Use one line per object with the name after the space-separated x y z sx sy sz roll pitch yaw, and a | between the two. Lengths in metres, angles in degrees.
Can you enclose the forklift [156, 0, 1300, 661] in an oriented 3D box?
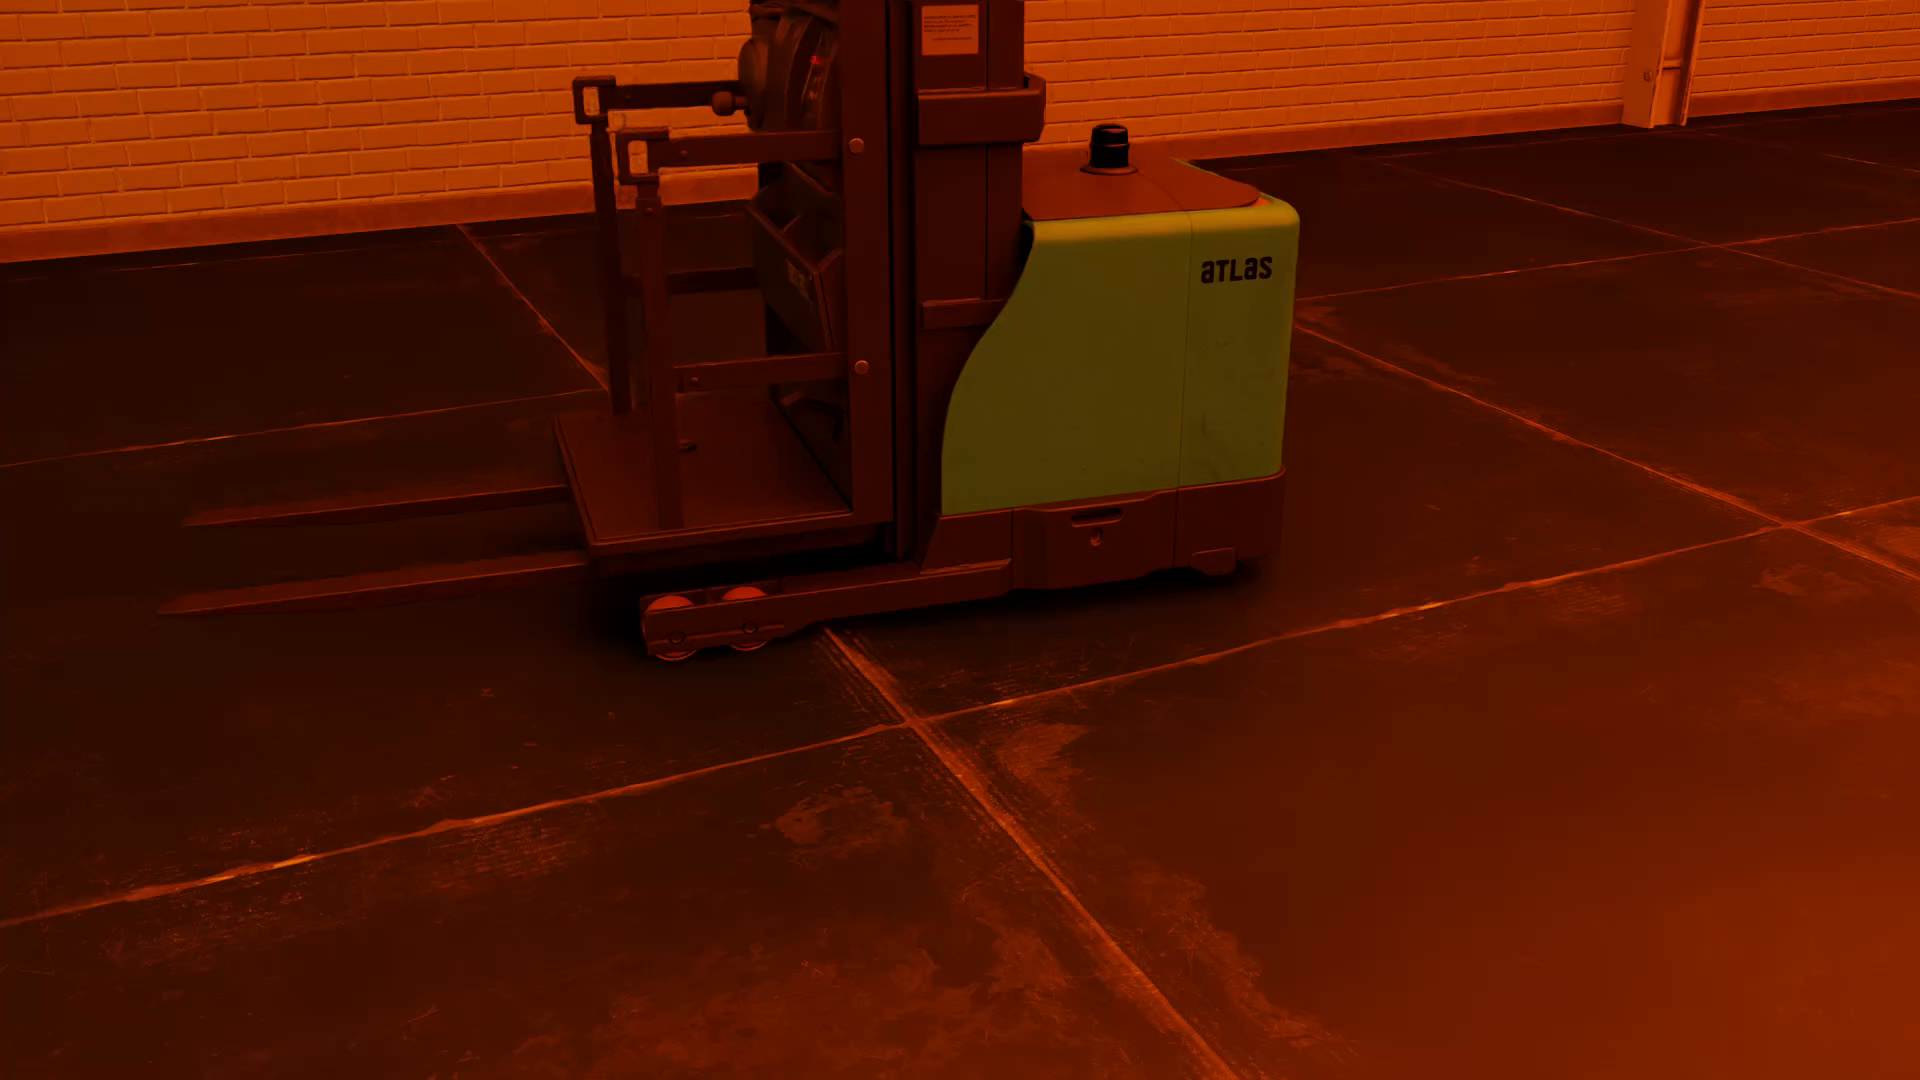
-0.636 -1.265 4.330 3.031 2.935 1.130 -7 24 -16 | forklift
